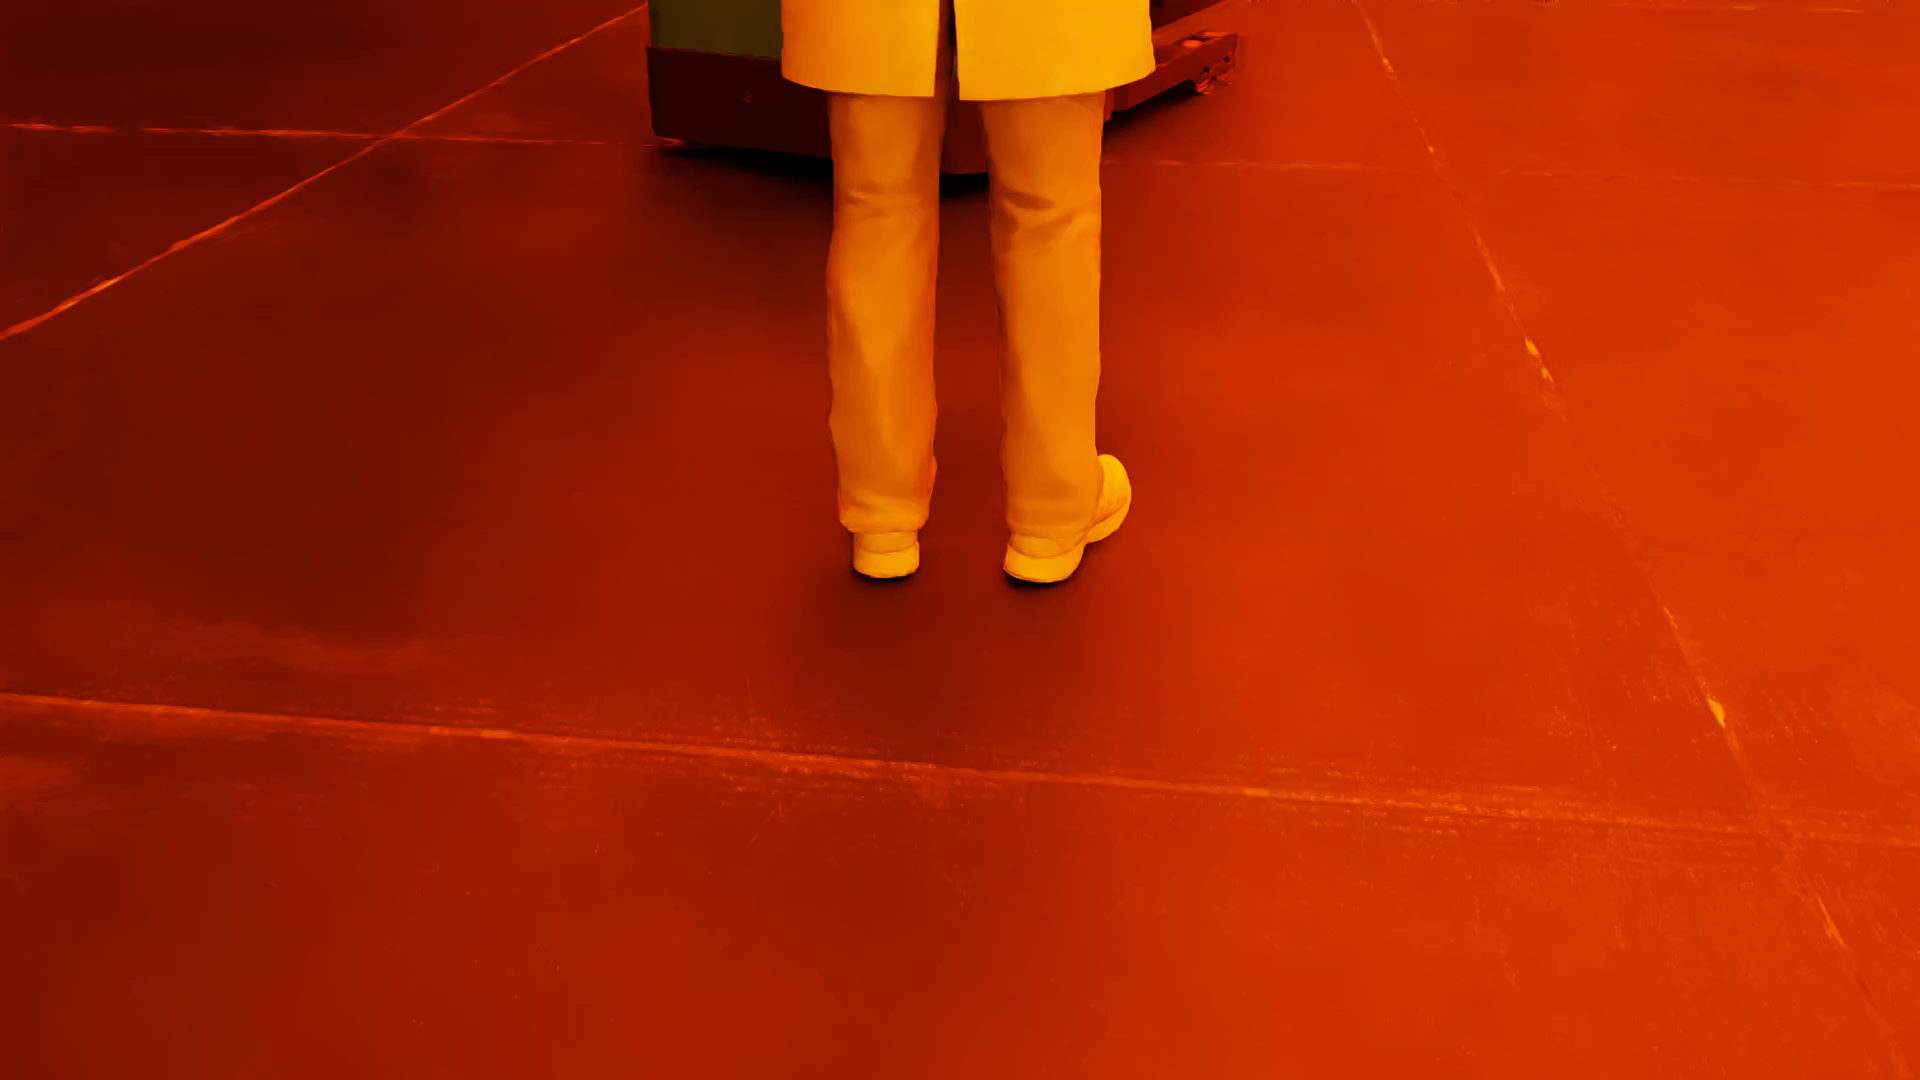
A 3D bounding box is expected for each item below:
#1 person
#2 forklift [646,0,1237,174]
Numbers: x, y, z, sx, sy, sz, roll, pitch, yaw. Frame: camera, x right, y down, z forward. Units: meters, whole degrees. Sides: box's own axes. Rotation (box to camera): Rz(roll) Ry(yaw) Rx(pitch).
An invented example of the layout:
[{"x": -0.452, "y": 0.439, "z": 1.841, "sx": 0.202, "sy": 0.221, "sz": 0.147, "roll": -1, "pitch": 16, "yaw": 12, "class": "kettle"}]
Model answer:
[{"x": 0.002, "y": -0.810, "z": 2.125, "sx": 0.558, "sy": 1.783, "sz": 0.377, "roll": 3, "pitch": 27, "yaw": 7, "class": "person"}, {"x": 0.277, "y": -2.857, "z": 4.944, "sx": 1.130, "sy": 2.935, "sz": 3.031, "roll": 13, "pitch": 29, "yaw": 24, "class": "forklift"}]
